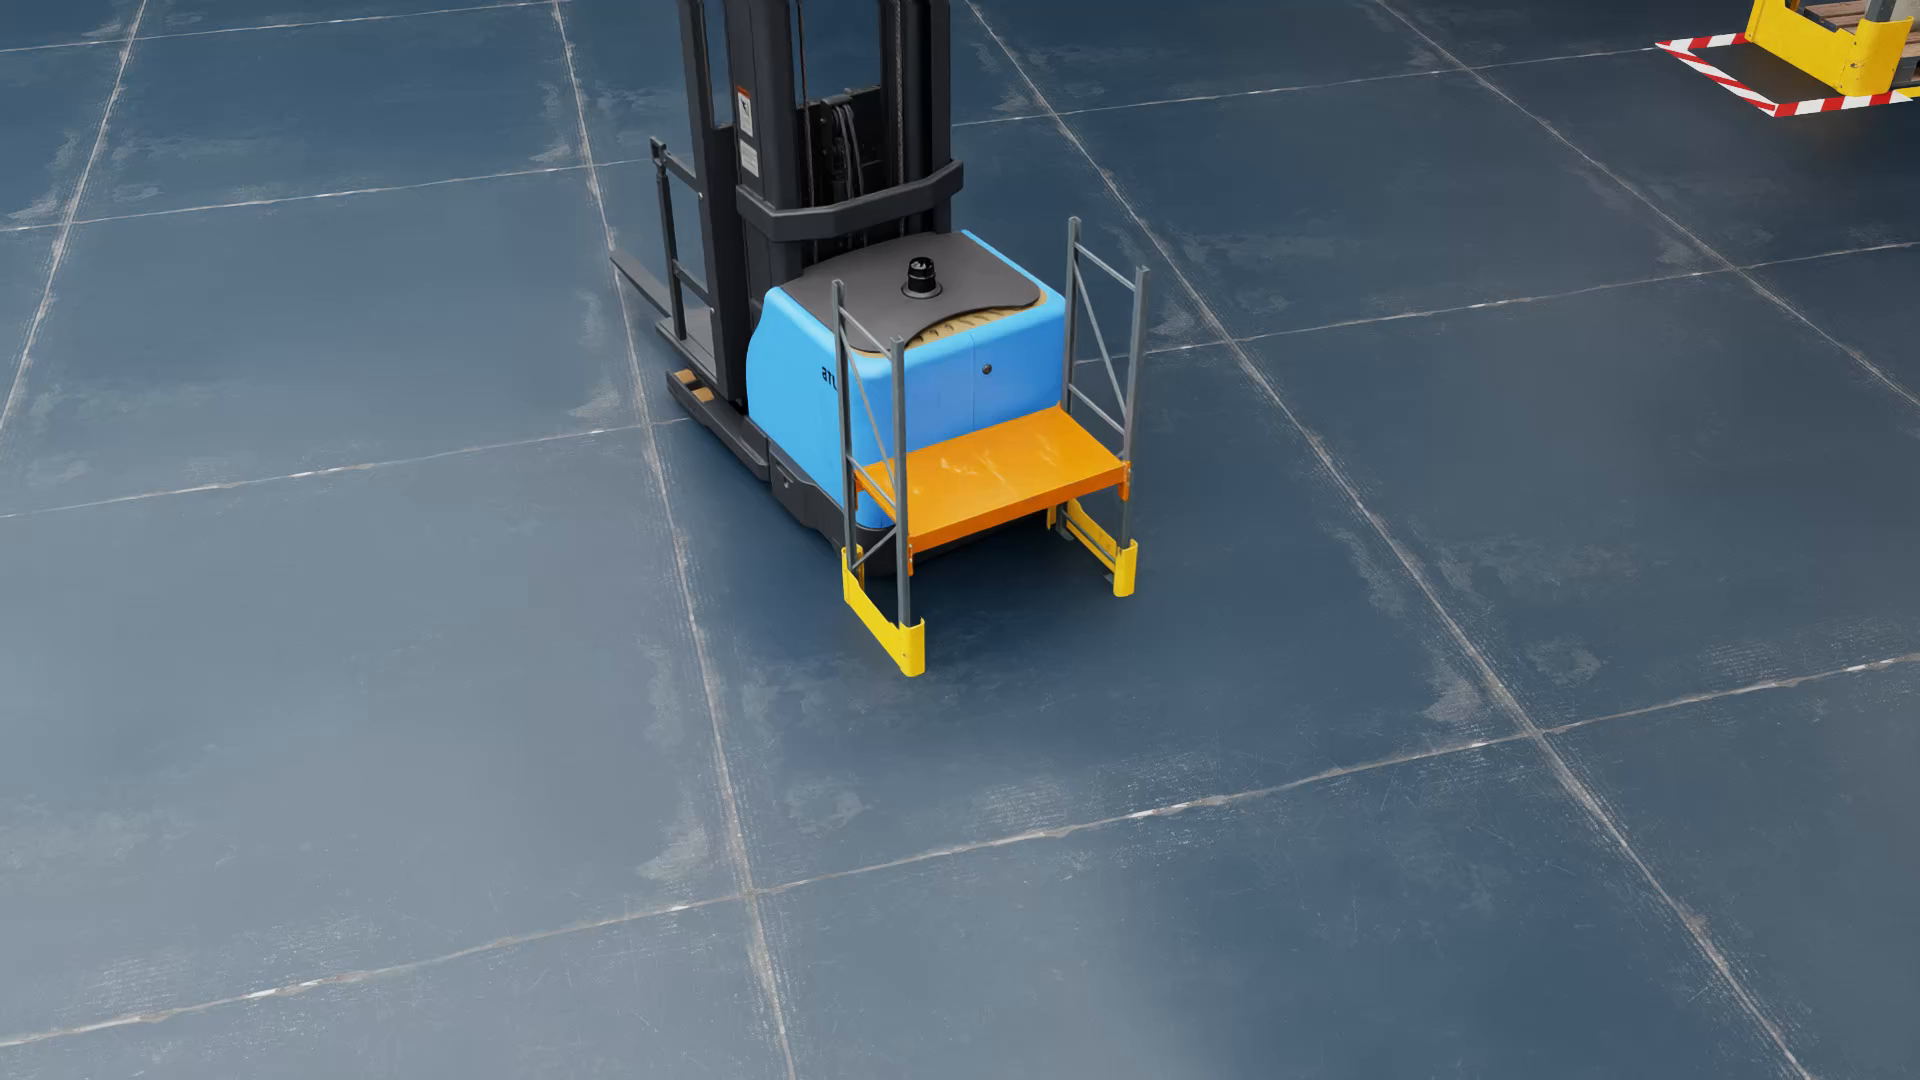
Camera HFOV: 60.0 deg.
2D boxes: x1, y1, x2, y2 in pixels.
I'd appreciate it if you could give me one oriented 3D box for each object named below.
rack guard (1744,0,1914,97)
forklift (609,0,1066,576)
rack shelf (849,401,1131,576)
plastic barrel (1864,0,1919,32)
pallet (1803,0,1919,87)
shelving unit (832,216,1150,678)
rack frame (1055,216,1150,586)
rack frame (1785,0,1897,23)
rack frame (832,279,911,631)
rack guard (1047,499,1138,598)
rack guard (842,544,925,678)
[{"bbox_3d":[5.954,-3.523,11.445,0.348,0.500,1.175,-9,38,-12],"label":"rack guard"},{"bbox_3d":[-0.769,-1.873,7.286,1.130,2.935,3.031,-22,42,-26],"label":"forklift"},{"bbox_3d":[0.115,-0.222,6.601,1.000,0.185,0.538,-19,41,-23],"label":"rack shelf"},{"bbox_3d":[6.508,-3.804,11.457,0.421,0.512,0.421,0,37,0],"label":"plastic barrel"},{"bbox_3d":[6.740,-3.534,11.697,1.213,0.211,1.003,-9,38,-12],"label":"pallet"},{"bbox_3d":[0.122,-0.367,6.496,1.083,1.500,0.587,-19,41,-23],"label":"shelving unit"},{"bbox_3d":[0.556,-0.517,6.692,0.032,1.500,0.500,-19,41,-23],"label":"rack frame"},{"bbox_3d":[5.893,-4.477,10.633,0.127,3.000,1.000,-9,38,-12],"label":"rack frame"},{"bbox_3d":[-0.327,-0.212,6.292,0.032,1.500,0.500,-19,41,-23],"label":"rack frame"},{"bbox_3d":[0.555,-0.021,7.071,0.087,0.250,0.587,-19,41,-23],"label":"rack guard"},{"bbox_3d":[-0.310,0.279,6.680,0.087,0.250,0.587,-19,41,-23],"label":"rack guard"}]
